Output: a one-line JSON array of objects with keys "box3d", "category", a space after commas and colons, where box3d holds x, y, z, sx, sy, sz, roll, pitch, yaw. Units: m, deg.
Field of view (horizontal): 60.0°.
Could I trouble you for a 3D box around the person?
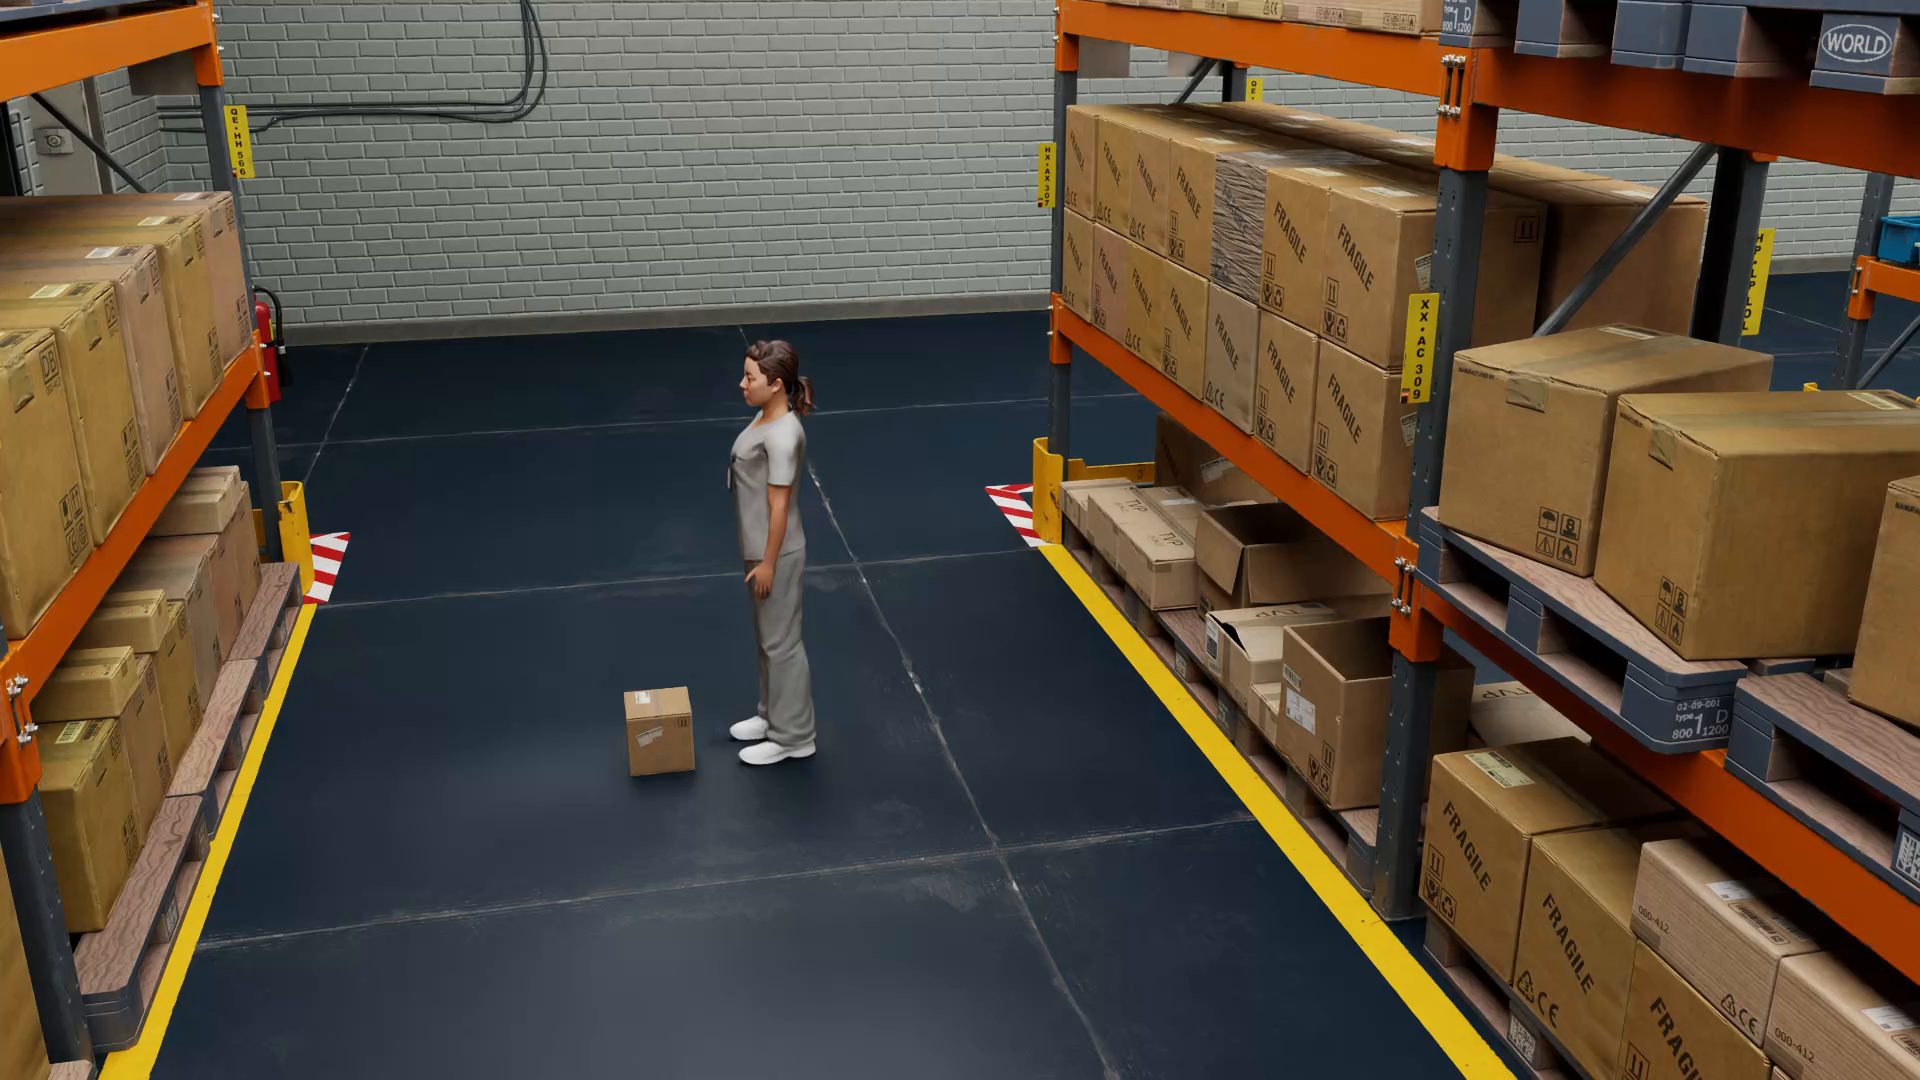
[{"box3d": [-0.723, 0.051, 6.430, 0.384, 1.676, 0.440, -4, 20, -11], "category": "person"}]
